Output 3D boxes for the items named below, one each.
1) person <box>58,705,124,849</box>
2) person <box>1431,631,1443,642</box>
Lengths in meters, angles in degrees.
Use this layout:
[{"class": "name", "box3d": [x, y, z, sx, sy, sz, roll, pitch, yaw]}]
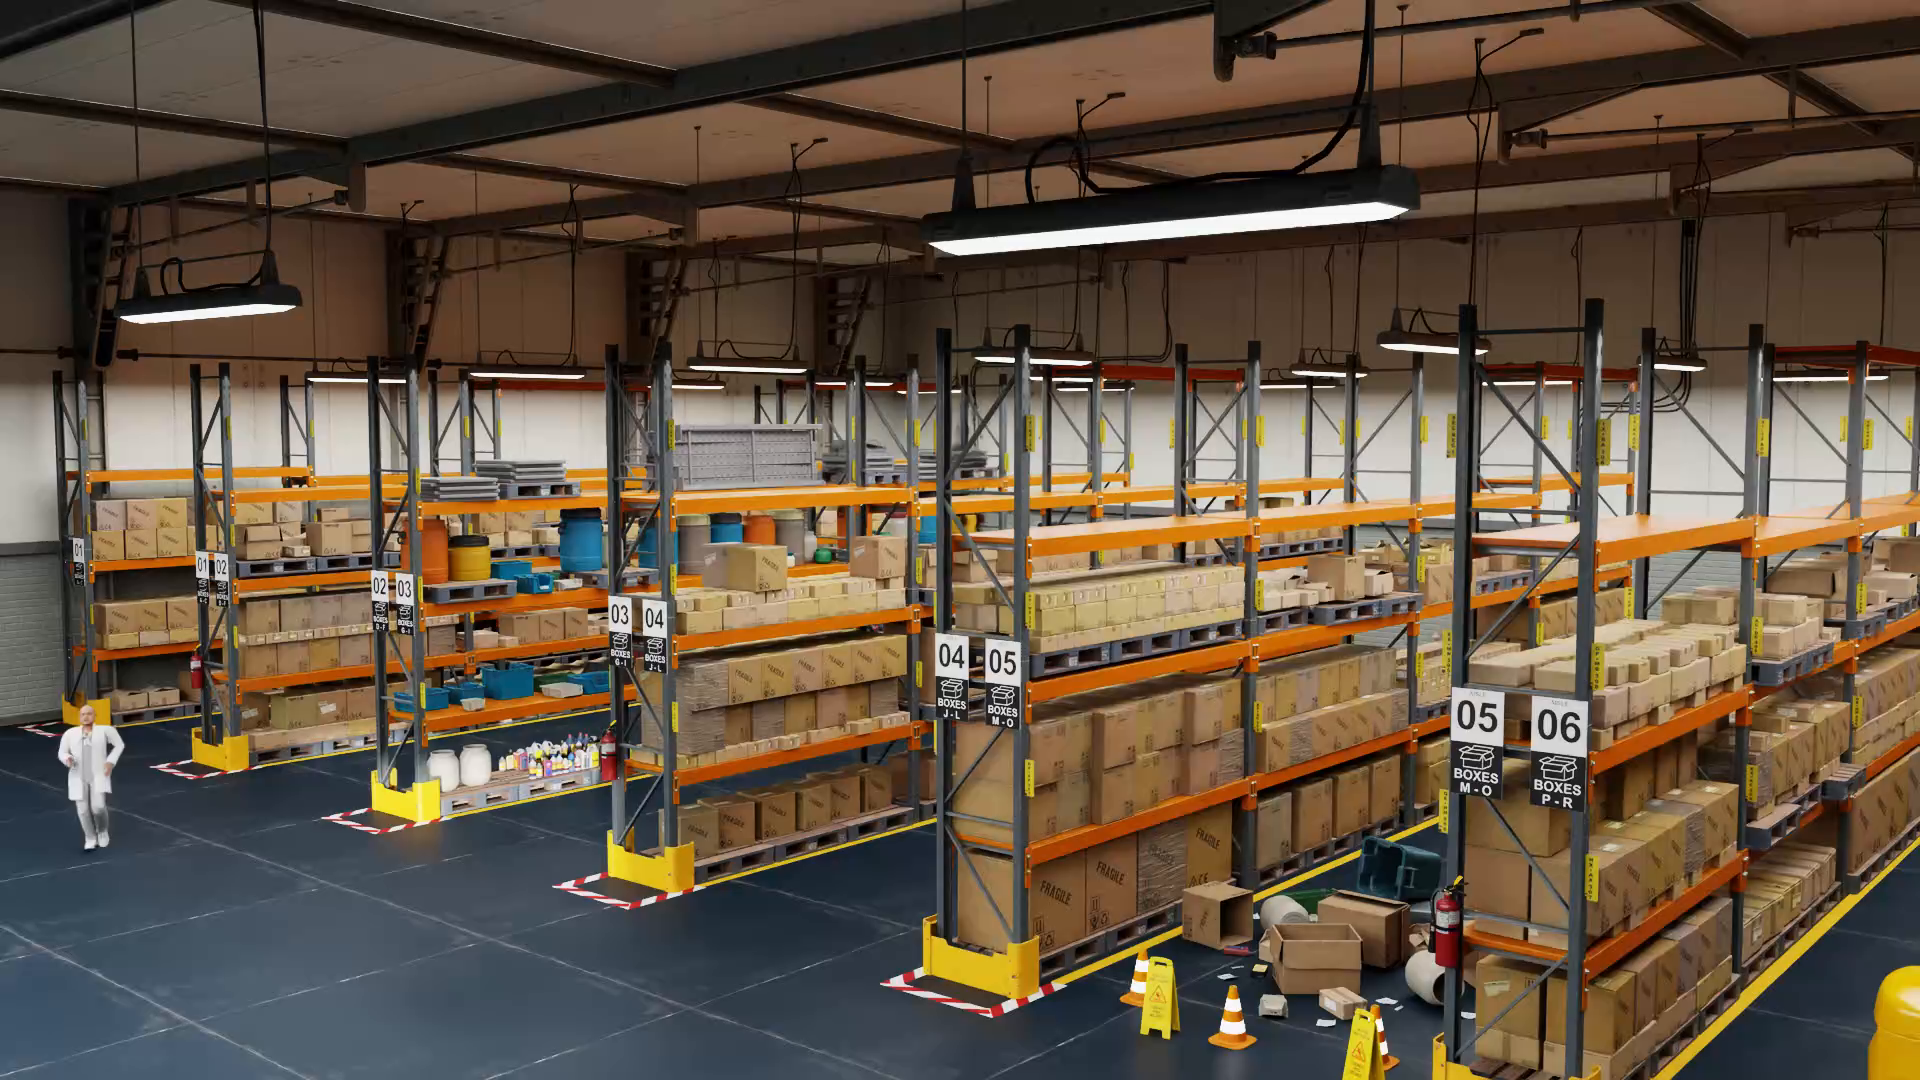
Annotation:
[{"class": "person", "box3d": [-10.399, 2.949, 19.870, 0.697, 1.549, 0.639, -1, 4, -18]}, {"class": "person", "box3d": [7.683, 2.345, 26.986, 0.657, 1.743, 0.608, 4, 6, 43]}]
